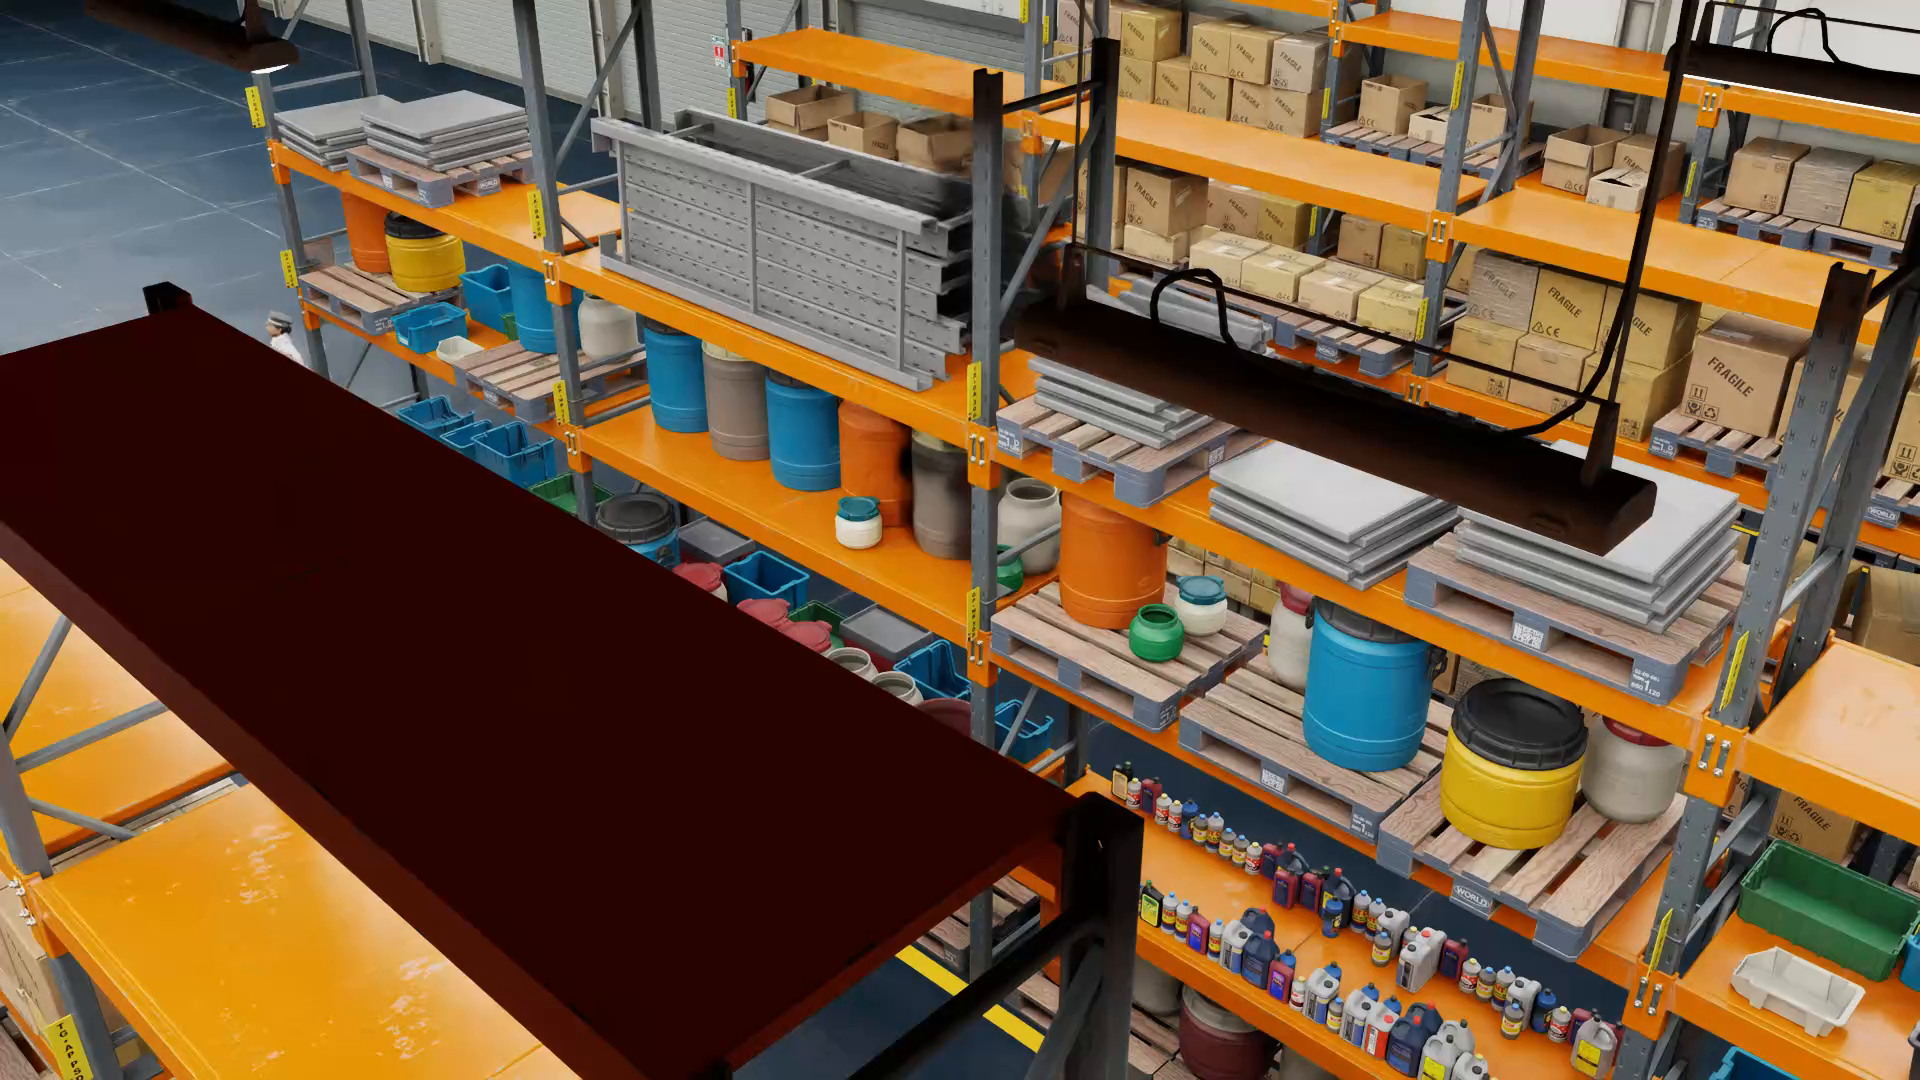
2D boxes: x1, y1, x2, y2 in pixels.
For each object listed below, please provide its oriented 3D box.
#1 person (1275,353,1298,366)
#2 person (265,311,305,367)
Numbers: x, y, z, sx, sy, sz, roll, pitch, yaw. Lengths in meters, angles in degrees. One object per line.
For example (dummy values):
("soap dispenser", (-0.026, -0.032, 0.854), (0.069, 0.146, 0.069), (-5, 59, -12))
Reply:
("person", (3.166, -1.186, 16.710), (0.599, 1.616, 0.531), (-22, 36, -33))
("person", (-7.093, -1.604, 17.391), (0.529, 1.652, 0.604), (-12, 32, -21))
